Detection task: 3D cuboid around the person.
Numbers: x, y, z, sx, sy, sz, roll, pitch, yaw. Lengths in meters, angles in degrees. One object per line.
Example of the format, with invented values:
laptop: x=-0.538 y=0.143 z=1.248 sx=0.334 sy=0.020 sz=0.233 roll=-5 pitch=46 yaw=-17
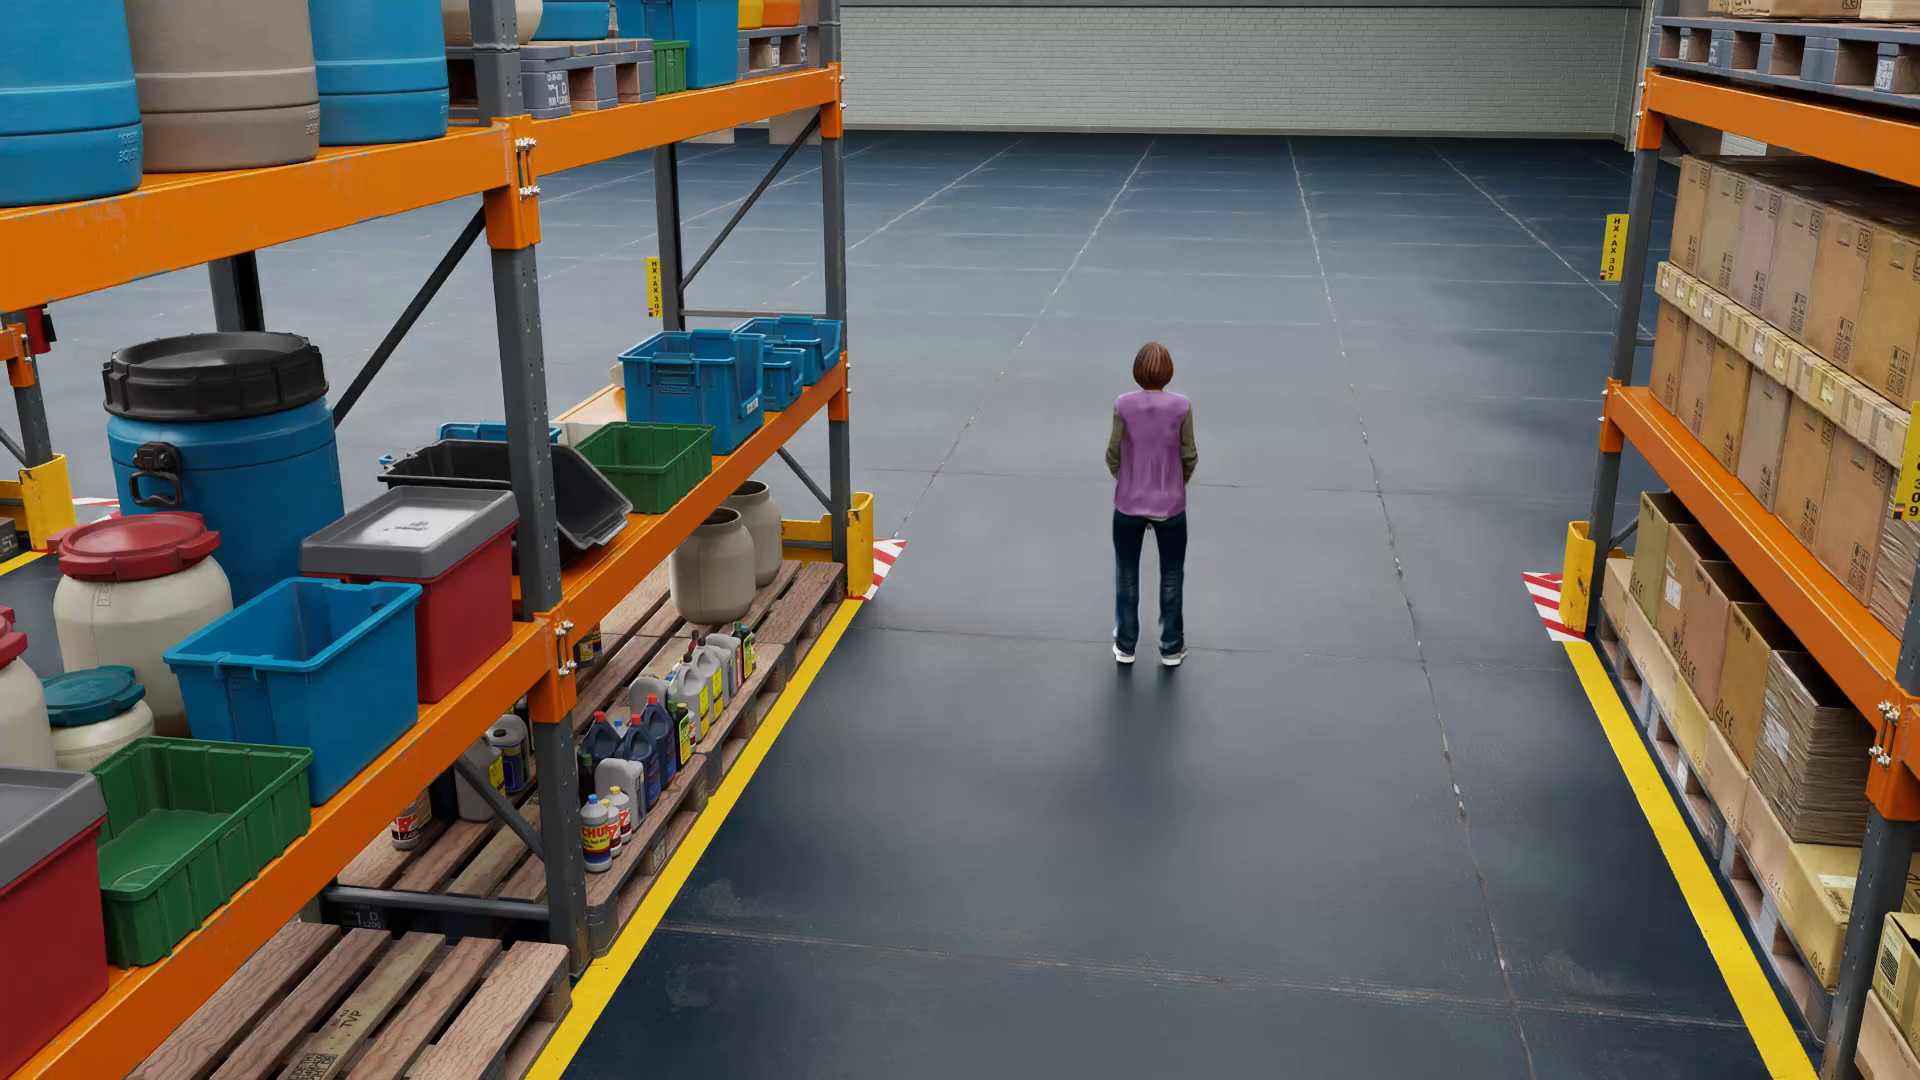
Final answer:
person: x=0.925 y=-0.175 z=8.089 sx=0.444 sy=1.603 sz=0.397 roll=3 pitch=18 yaw=8
